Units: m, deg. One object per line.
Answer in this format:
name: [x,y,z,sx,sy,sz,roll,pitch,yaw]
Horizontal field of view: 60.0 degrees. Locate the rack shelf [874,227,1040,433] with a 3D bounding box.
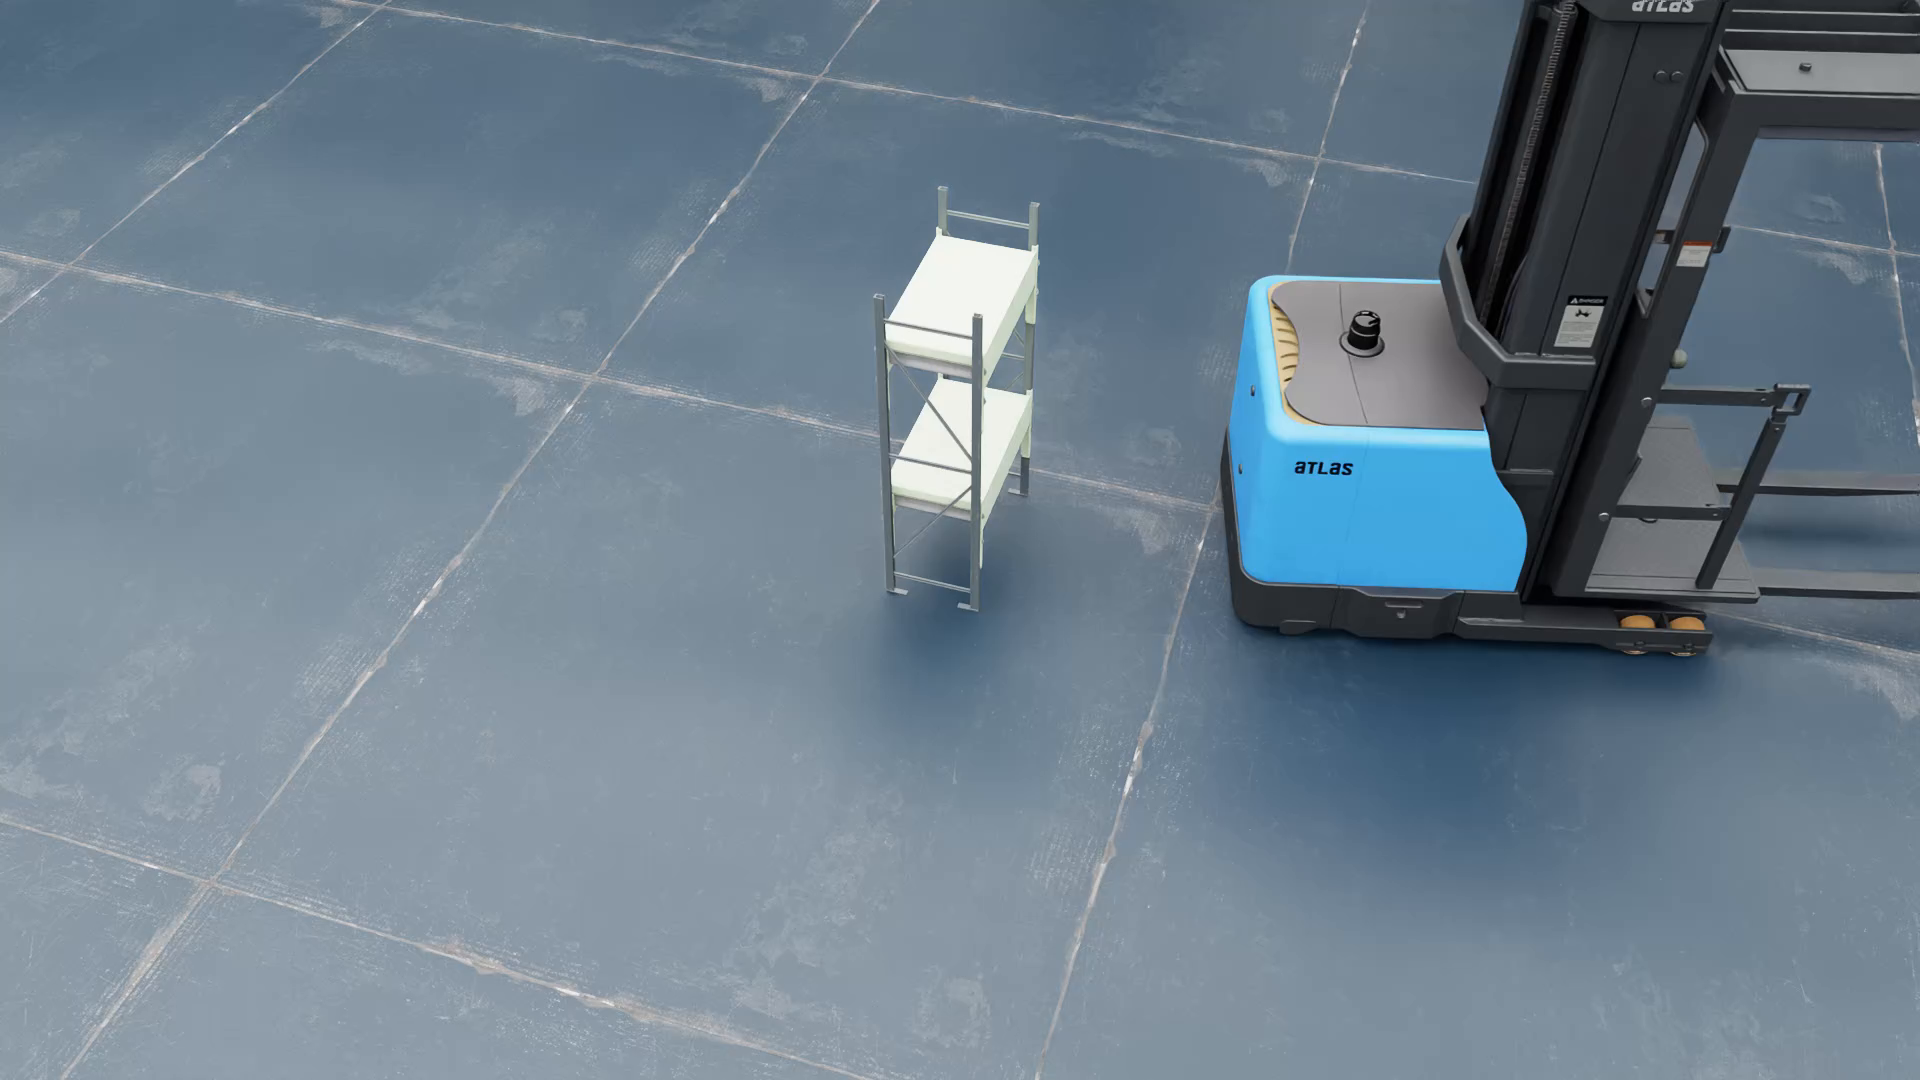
rack shelf: [-0.002,-0.811,6.347,0.431,0.370,0.720,13,46,12]

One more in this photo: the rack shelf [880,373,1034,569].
rack shelf: [-0.002,-0.299,6.848,0.431,0.370,0.720,13,46,12]

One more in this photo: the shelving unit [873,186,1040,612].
shelving unit: [-0.002,-0.532,6.620,0.431,1.500,0.755,13,46,12]

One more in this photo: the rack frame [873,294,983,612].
rack frame: [-0.113,-0.288,6.371,0.400,1.500,0.023,13,46,12]

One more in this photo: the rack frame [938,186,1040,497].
rack frame: [0.109,-0.776,6.869,0.400,1.500,0.023,13,46,12]

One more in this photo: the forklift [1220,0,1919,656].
forklift: [2.645,-0.966,6.040,3.031,2.935,1.130,2,44,2]
